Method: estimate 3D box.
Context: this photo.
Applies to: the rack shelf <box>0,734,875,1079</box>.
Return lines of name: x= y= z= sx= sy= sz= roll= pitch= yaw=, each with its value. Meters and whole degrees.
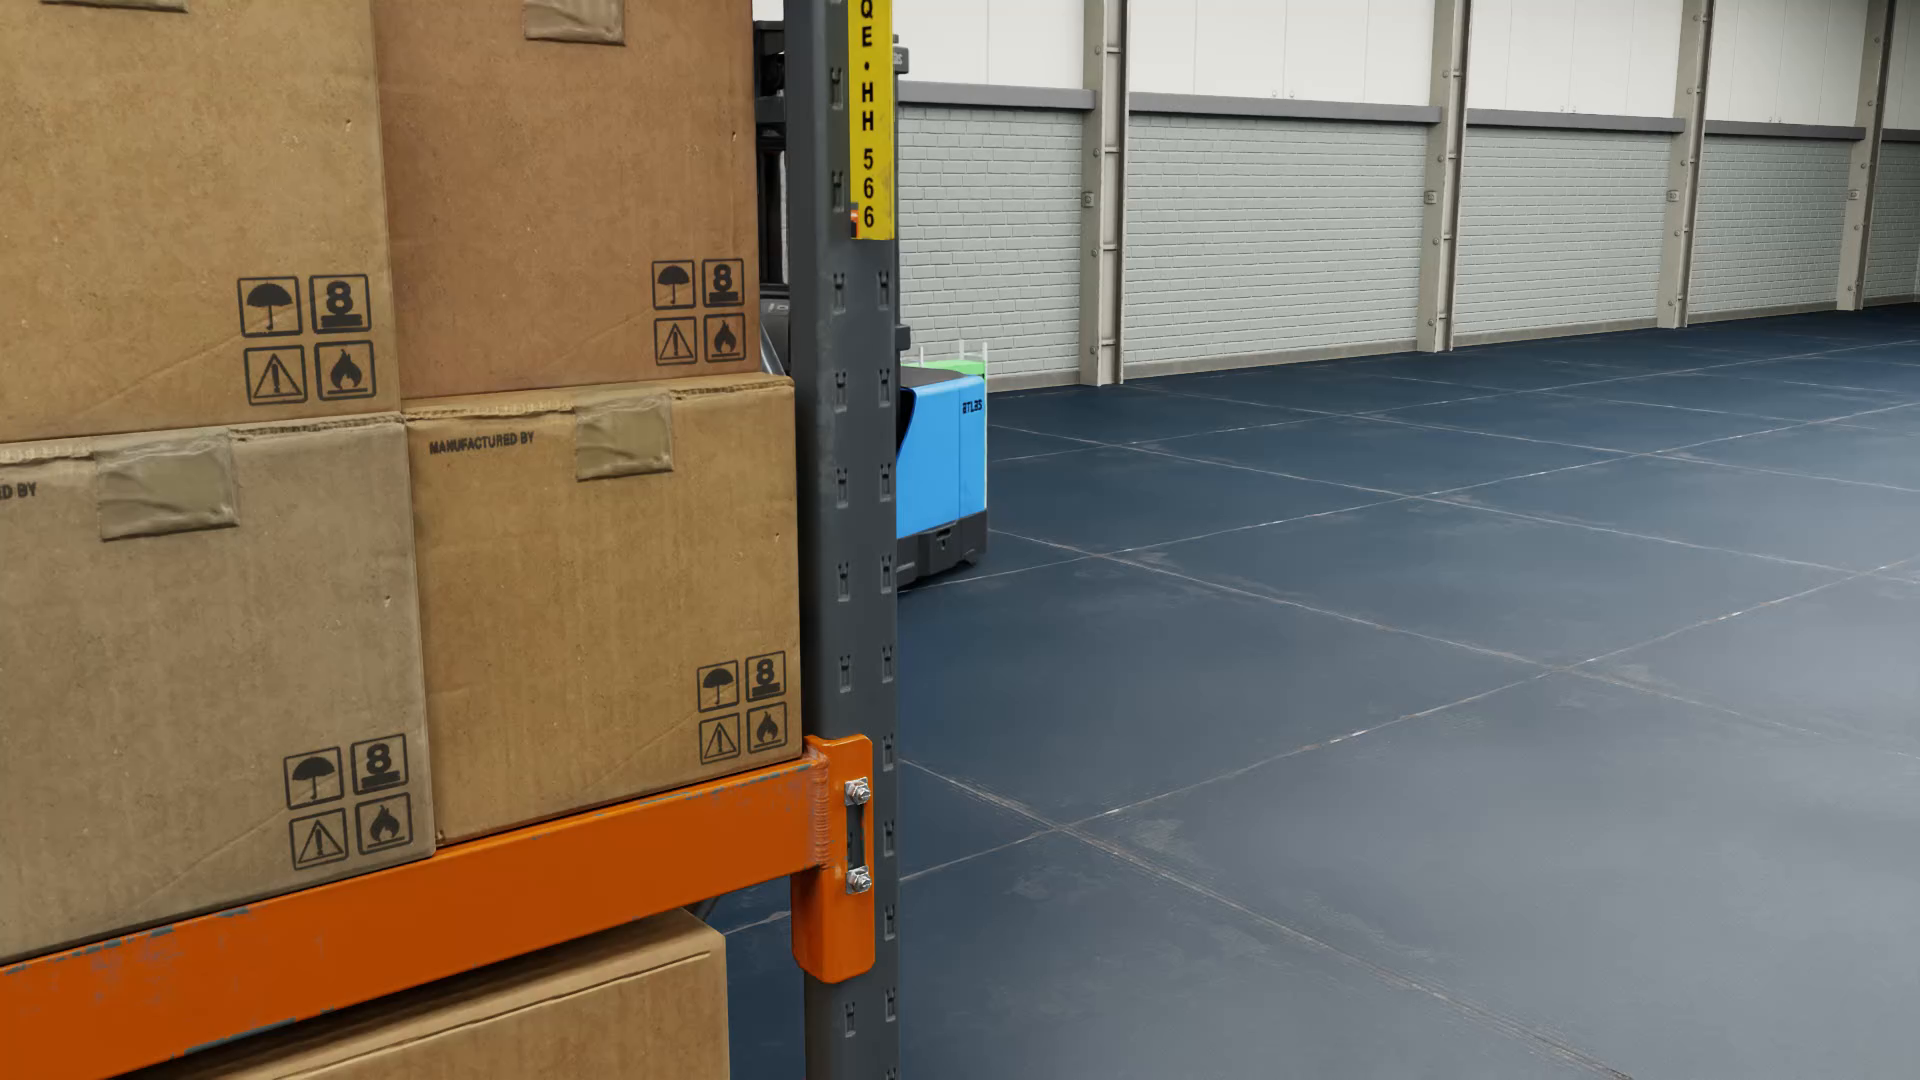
rack shelf: x=-2.010 y=0.640 z=1.626 sx=4.000 sy=0.370 sz=1.077 roll=-9 pitch=15 yaw=-38

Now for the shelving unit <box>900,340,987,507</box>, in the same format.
shelving unit: x=-0.109 y=-0.575 z=9.949 sx=0.503 sy=1.200 sz=0.258 roll=-10 pitch=16 yaw=-39

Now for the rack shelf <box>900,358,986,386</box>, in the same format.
rack shelf: x=-0.109 y=-0.982 z=9.862 sx=0.480 sy=0.148 sz=0.258 roll=-10 pitch=16 yaw=-39

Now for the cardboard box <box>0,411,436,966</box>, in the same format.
cardboard box: x=-1.125 y=0.085 z=2.144 sx=0.550 sy=0.550 sz=0.875 roll=-9 pitch=15 yaw=-38

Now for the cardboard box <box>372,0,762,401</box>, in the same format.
cardboard box: x=-0.762 y=-0.531 z=2.449 sx=0.550 sy=0.550 sz=0.875 roll=-9 pitch=15 yaw=-38

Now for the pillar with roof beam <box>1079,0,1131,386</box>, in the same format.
pillar with roof beam: x=4.230 y=-5.415 z=13.966 sx=0.400 sy=9.000 sz=9.100 roll=-9 pitch=15 yaw=-38

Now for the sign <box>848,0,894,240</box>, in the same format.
sign: x=-0.120 y=-0.564 z=2.206 sx=0.005 sy=0.325 sz=0.100 roll=-9 pitch=15 yaw=-38

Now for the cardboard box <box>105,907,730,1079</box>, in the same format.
cardboard box: x=-0.936 y=0.961 z=2.486 sx=0.875 sy=0.875 sz=0.875 roll=-9 pitch=15 yaw=-37

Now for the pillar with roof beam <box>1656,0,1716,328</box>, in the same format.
pillar with roof beam: x=13.600 y=-6.972 z=21.299 sx=0.400 sy=9.000 sz=9.100 roll=-9 pitch=15 yaw=-38

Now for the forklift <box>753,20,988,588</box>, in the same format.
forklift: x=-1.023 y=-1.098 z=8.242 sx=1.130 sy=2.935 sz=3.031 roll=7 pitch=14 yaw=30

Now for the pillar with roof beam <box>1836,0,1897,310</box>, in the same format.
pillar with roof beam: x=18.285 y=-7.751 z=24.966 sx=0.400 sy=9.000 sz=9.100 roll=-9 pitch=15 yaw=-38

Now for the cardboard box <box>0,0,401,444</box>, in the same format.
cardboard box: x=-1.134 y=-0.445 z=2.042 sx=0.550 sy=0.550 sz=0.875 roll=-9 pitch=15 yaw=-38

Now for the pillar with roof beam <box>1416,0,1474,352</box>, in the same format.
pillar with roof beam: x=8.915 y=-6.194 z=17.633 sx=0.400 sy=9.000 sz=9.100 roll=-9 pitch=15 yaw=-38

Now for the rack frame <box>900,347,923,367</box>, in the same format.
rack frame: x=-0.296 y=-0.542 z=9.795 sx=0.015 sy=1.200 sz=0.240 roll=-10 pitch=16 yaw=-39

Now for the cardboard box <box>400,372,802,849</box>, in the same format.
cardboard box: x=-0.710 y=0.011 z=2.497 sx=0.550 sy=0.550 sz=0.875 roll=-9 pitch=15 yaw=-38

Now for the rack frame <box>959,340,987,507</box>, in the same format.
rack frame: x=0.078 y=-0.608 z=10.102 sx=0.015 sy=1.200 sz=0.240 roll=-10 pitch=16 yaw=-39
